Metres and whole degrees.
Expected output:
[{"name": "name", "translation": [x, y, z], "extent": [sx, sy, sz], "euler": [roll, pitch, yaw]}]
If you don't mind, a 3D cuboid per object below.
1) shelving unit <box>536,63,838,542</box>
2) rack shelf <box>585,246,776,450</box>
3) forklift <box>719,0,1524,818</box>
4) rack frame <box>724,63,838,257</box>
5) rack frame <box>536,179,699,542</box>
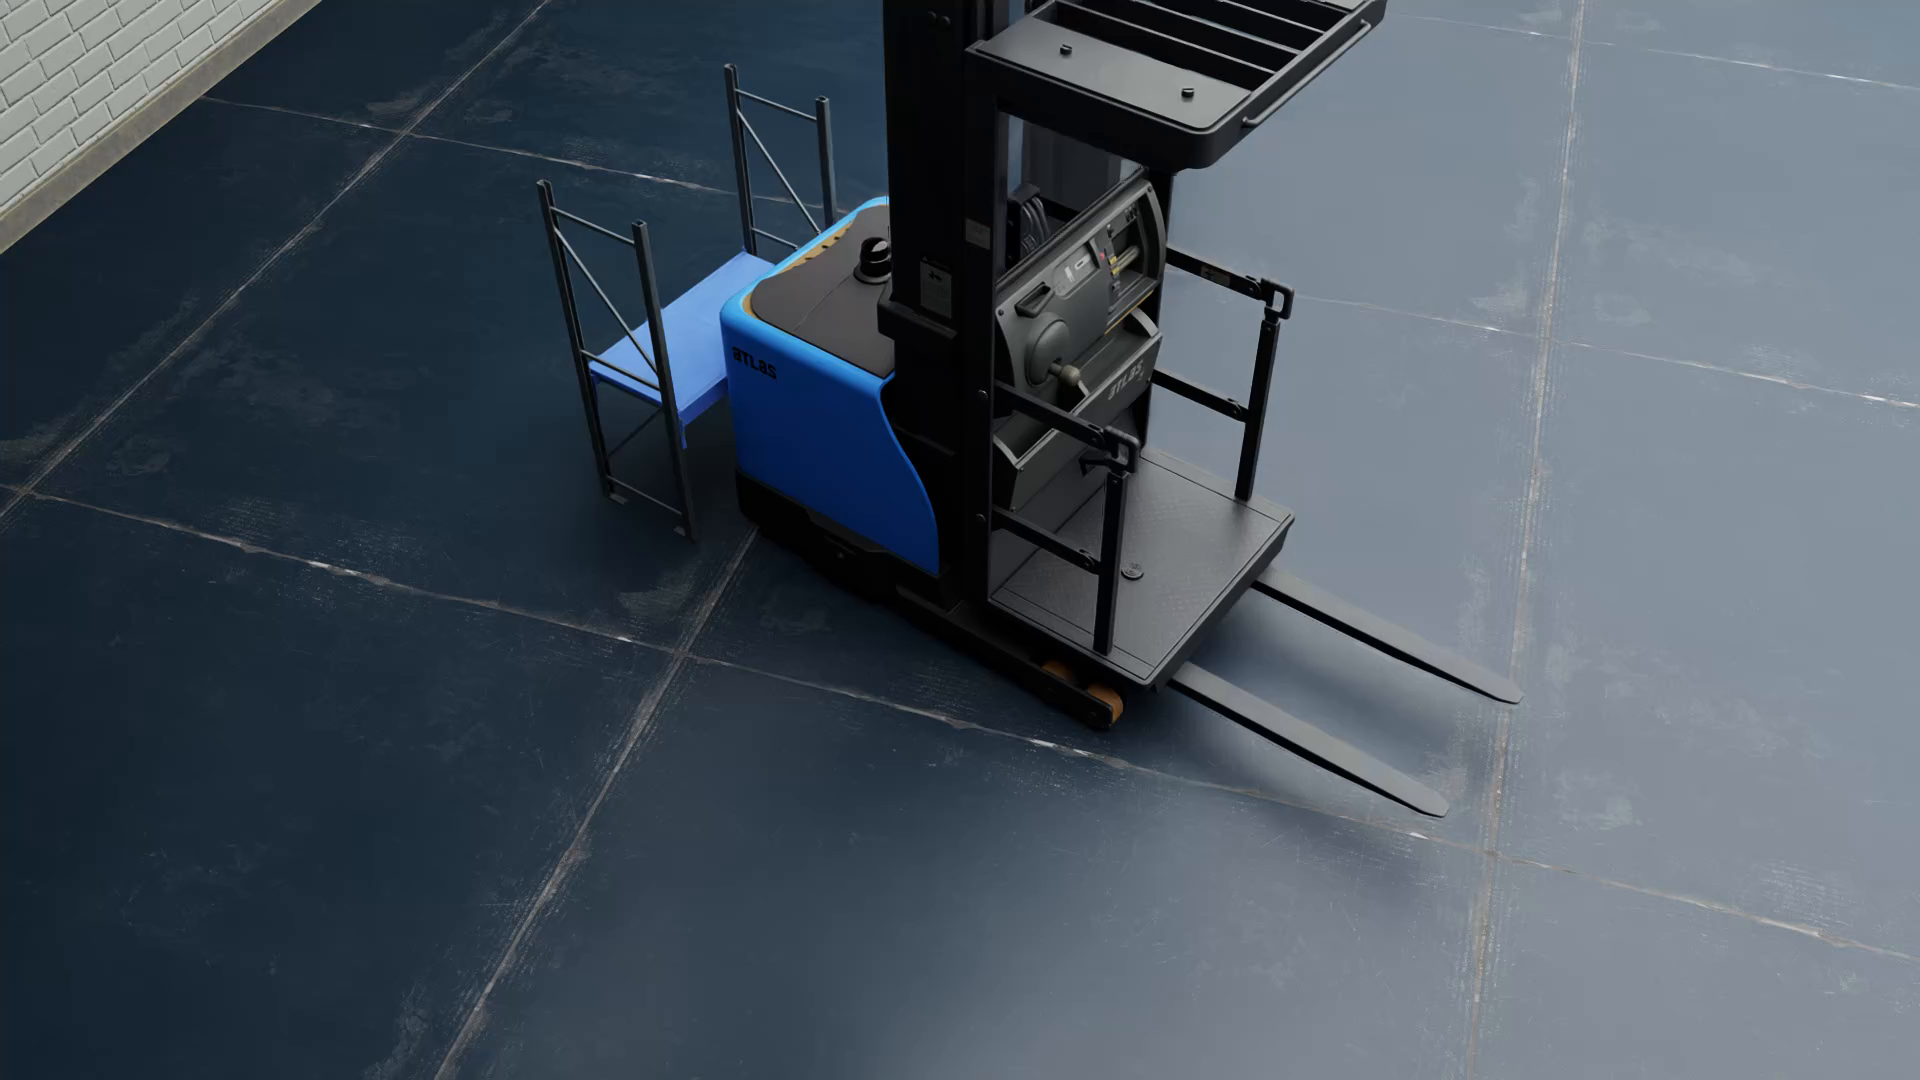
[{"name": "shelving unit", "translation": [-0.993, -0.930, 6.624], "extent": [0.538, 1.500, 1.048], "euler": [25, 50, 25]}, {"name": "rack shelf", "translation": [-0.991, -0.801, 6.749], "extent": [0.538, 0.185, 1.000], "euler": [25, 50, 25]}, {"name": "forklift", "translation": [0.582, -0.790, 5.462], "extent": [3.031, 2.935, 1.130], "euler": [28, 51, 25]}, {"name": "rack frame", "translation": [-0.703, -1.222, 6.922], "extent": [0.500, 1.500, 0.032], "euler": [25, 50, 25]}, {"name": "rack frame", "translation": [-1.283, -0.638, 6.325], "extent": [0.500, 1.500, 0.032], "euler": [25, 50, 25]}]
